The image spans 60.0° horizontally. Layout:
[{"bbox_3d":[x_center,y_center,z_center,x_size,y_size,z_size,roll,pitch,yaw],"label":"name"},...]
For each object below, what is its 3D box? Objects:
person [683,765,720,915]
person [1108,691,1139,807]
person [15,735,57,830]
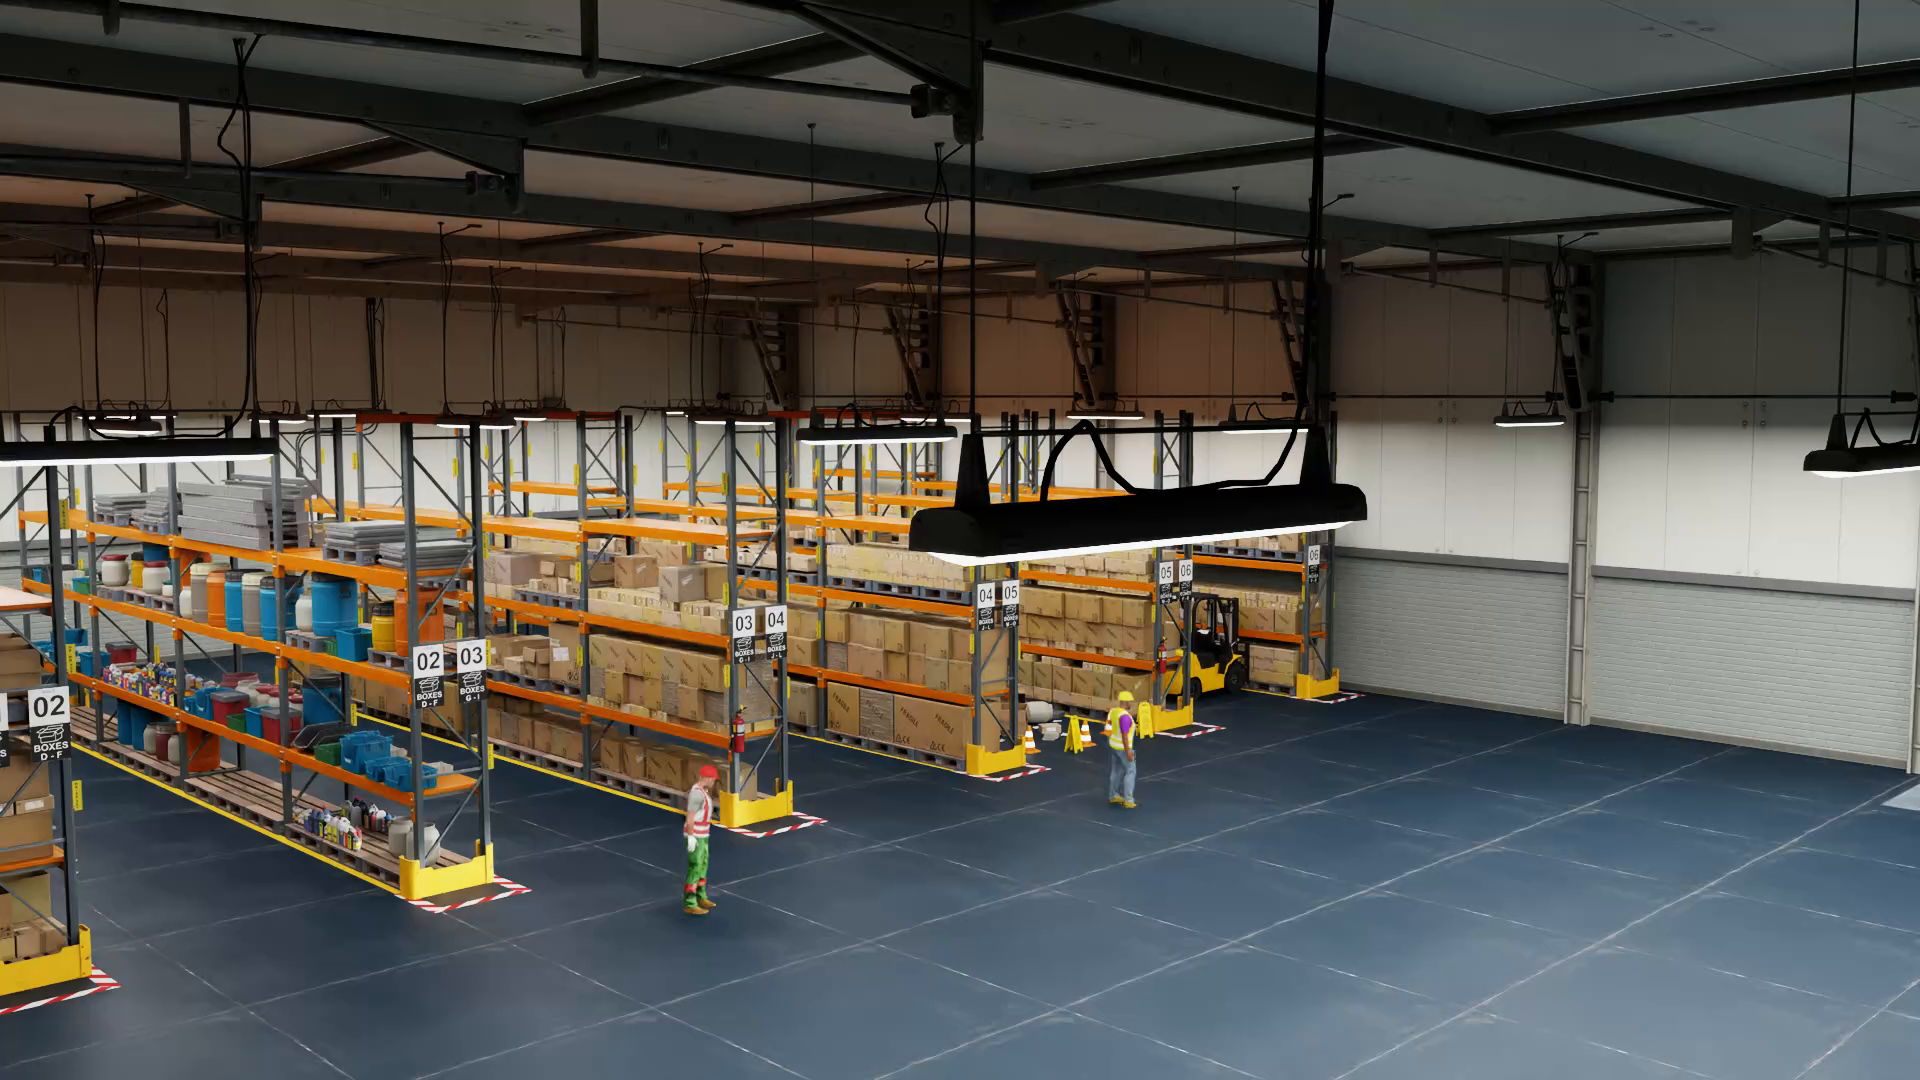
[{"bbox_3d":[-3.185,3.671,20.502,0.462,1.778,0.627,0,5,0],"label":"person"},{"bbox_3d":[2.536,3.247,25.805,0.399,1.823,0.616,-2,5,-19],"label":"person"},{"bbox_3d":[-13.557,3.415,24.189,1.006,1.626,0.401,4,6,38],"label":"person"}]
